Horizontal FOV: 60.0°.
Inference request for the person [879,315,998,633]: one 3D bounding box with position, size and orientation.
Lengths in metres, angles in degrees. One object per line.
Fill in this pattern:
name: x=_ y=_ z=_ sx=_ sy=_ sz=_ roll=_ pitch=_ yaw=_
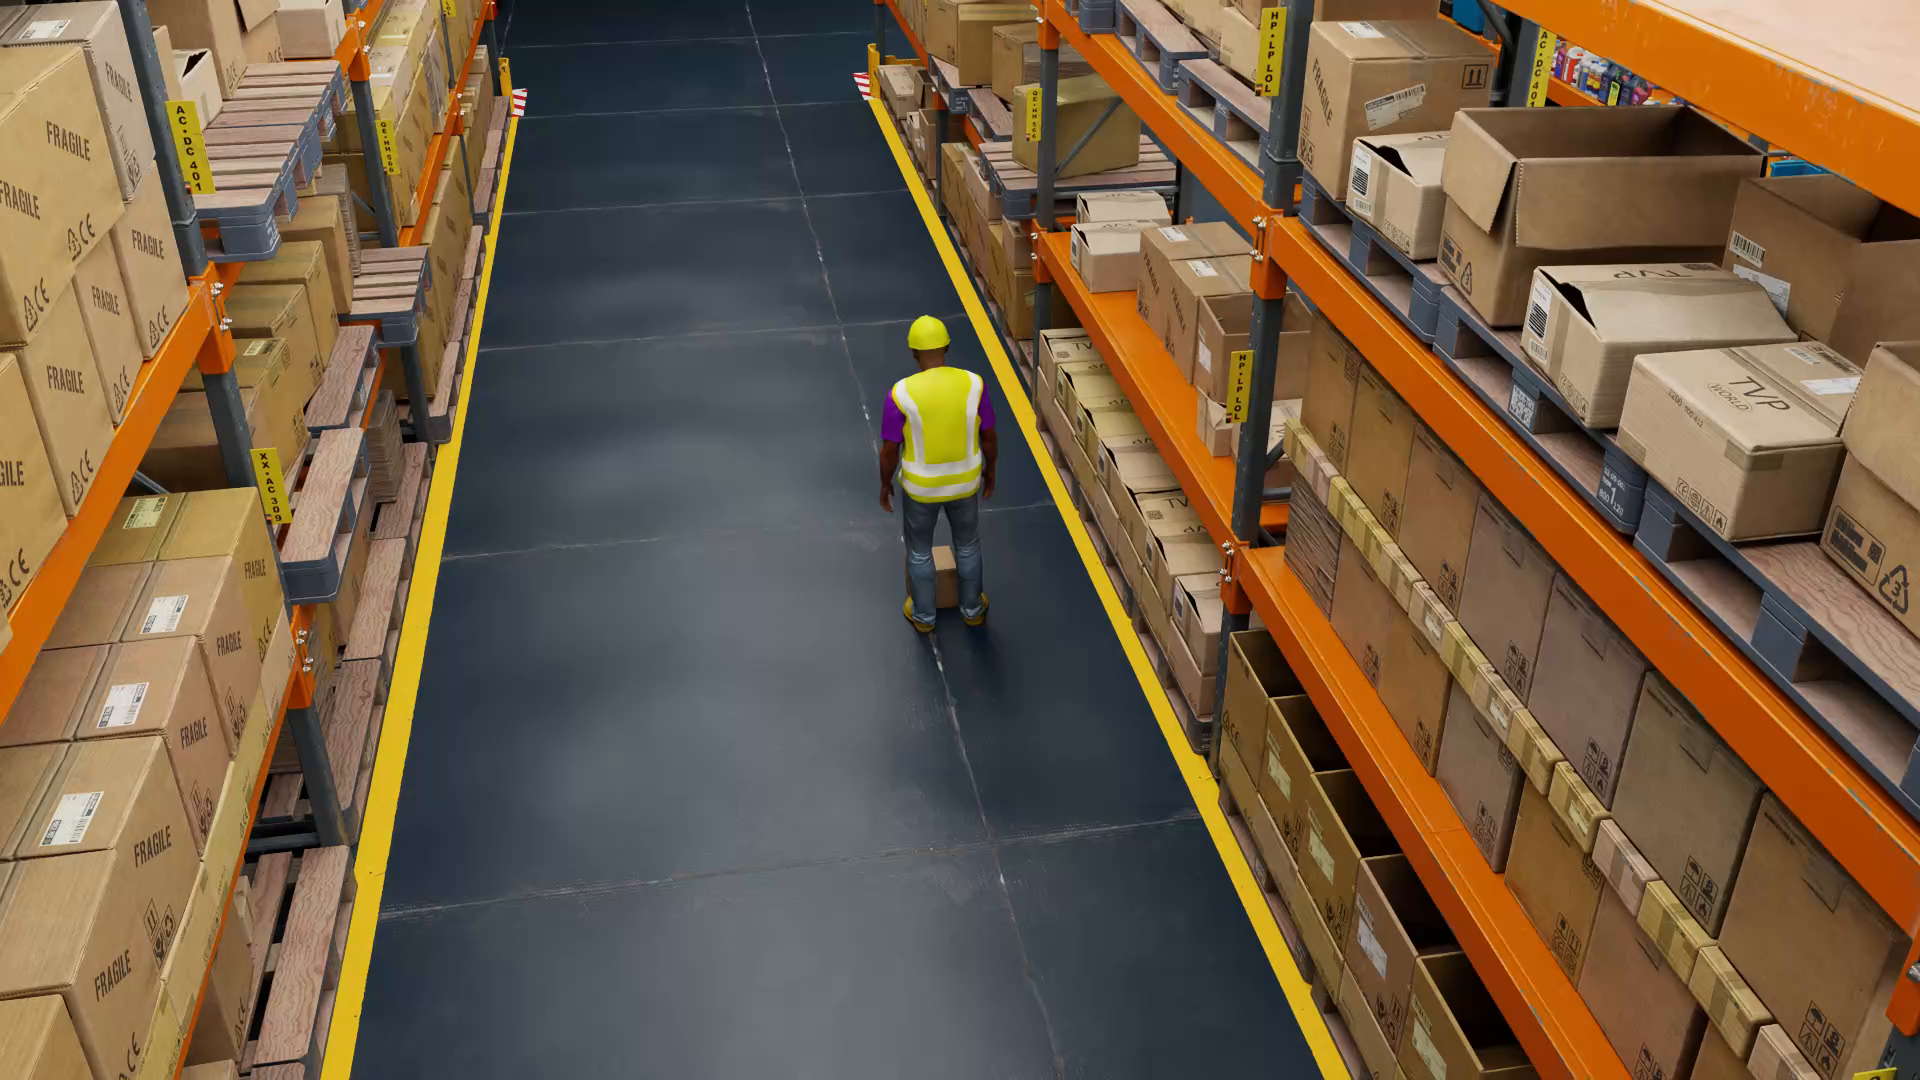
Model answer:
person: x=-0.116 y=-0.324 z=8.671 sx=0.633 sy=1.759 sz=0.462 roll=-7 pitch=31 yaw=-12
